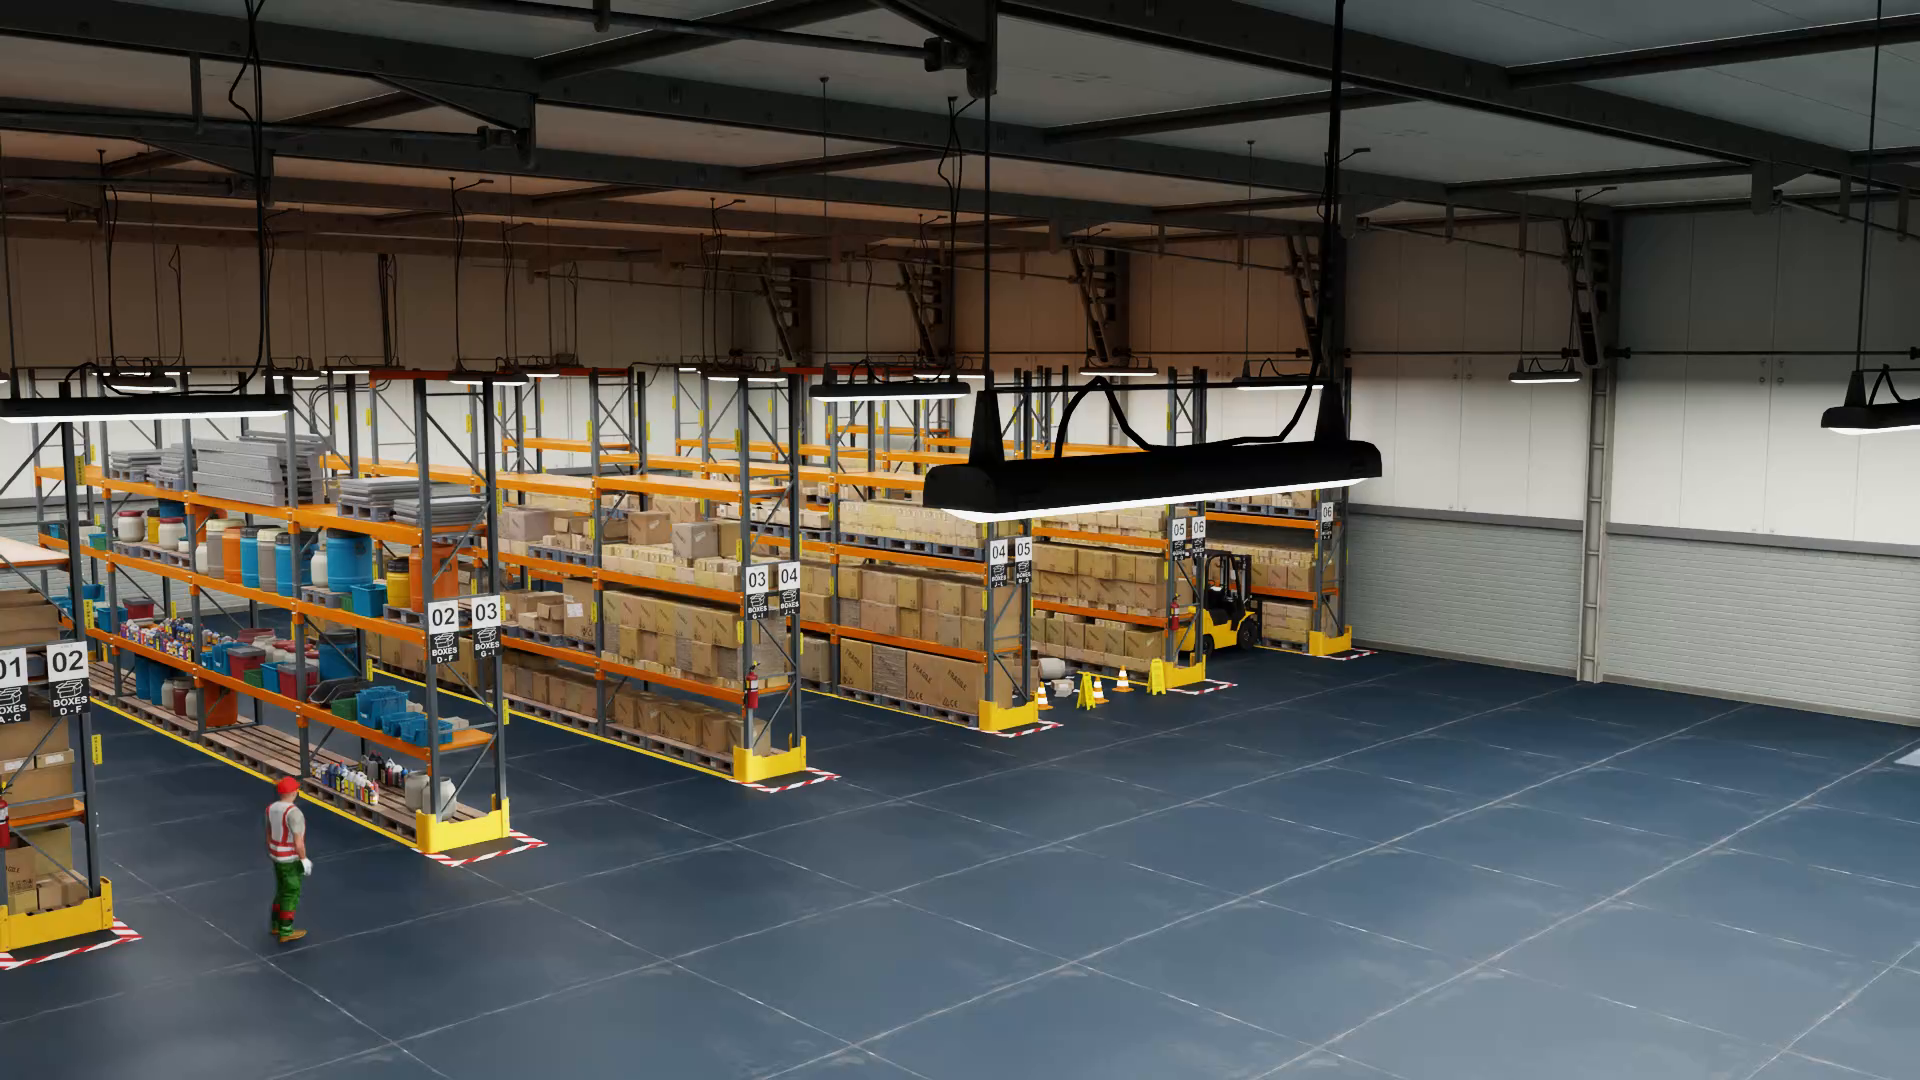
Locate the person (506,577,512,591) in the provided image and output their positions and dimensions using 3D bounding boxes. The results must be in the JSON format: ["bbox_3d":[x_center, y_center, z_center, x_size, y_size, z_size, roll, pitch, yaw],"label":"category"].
[{"bbox_3d":[-9.603,1.558,35.328,0.588,1.596,0.563,-1,6,-6],"label":"person"}]

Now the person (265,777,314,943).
[{"bbox_3d":[-7.248,3.445,17.958,0.371,1.808,0.594,-6,8,-41],"label":"person"}]
